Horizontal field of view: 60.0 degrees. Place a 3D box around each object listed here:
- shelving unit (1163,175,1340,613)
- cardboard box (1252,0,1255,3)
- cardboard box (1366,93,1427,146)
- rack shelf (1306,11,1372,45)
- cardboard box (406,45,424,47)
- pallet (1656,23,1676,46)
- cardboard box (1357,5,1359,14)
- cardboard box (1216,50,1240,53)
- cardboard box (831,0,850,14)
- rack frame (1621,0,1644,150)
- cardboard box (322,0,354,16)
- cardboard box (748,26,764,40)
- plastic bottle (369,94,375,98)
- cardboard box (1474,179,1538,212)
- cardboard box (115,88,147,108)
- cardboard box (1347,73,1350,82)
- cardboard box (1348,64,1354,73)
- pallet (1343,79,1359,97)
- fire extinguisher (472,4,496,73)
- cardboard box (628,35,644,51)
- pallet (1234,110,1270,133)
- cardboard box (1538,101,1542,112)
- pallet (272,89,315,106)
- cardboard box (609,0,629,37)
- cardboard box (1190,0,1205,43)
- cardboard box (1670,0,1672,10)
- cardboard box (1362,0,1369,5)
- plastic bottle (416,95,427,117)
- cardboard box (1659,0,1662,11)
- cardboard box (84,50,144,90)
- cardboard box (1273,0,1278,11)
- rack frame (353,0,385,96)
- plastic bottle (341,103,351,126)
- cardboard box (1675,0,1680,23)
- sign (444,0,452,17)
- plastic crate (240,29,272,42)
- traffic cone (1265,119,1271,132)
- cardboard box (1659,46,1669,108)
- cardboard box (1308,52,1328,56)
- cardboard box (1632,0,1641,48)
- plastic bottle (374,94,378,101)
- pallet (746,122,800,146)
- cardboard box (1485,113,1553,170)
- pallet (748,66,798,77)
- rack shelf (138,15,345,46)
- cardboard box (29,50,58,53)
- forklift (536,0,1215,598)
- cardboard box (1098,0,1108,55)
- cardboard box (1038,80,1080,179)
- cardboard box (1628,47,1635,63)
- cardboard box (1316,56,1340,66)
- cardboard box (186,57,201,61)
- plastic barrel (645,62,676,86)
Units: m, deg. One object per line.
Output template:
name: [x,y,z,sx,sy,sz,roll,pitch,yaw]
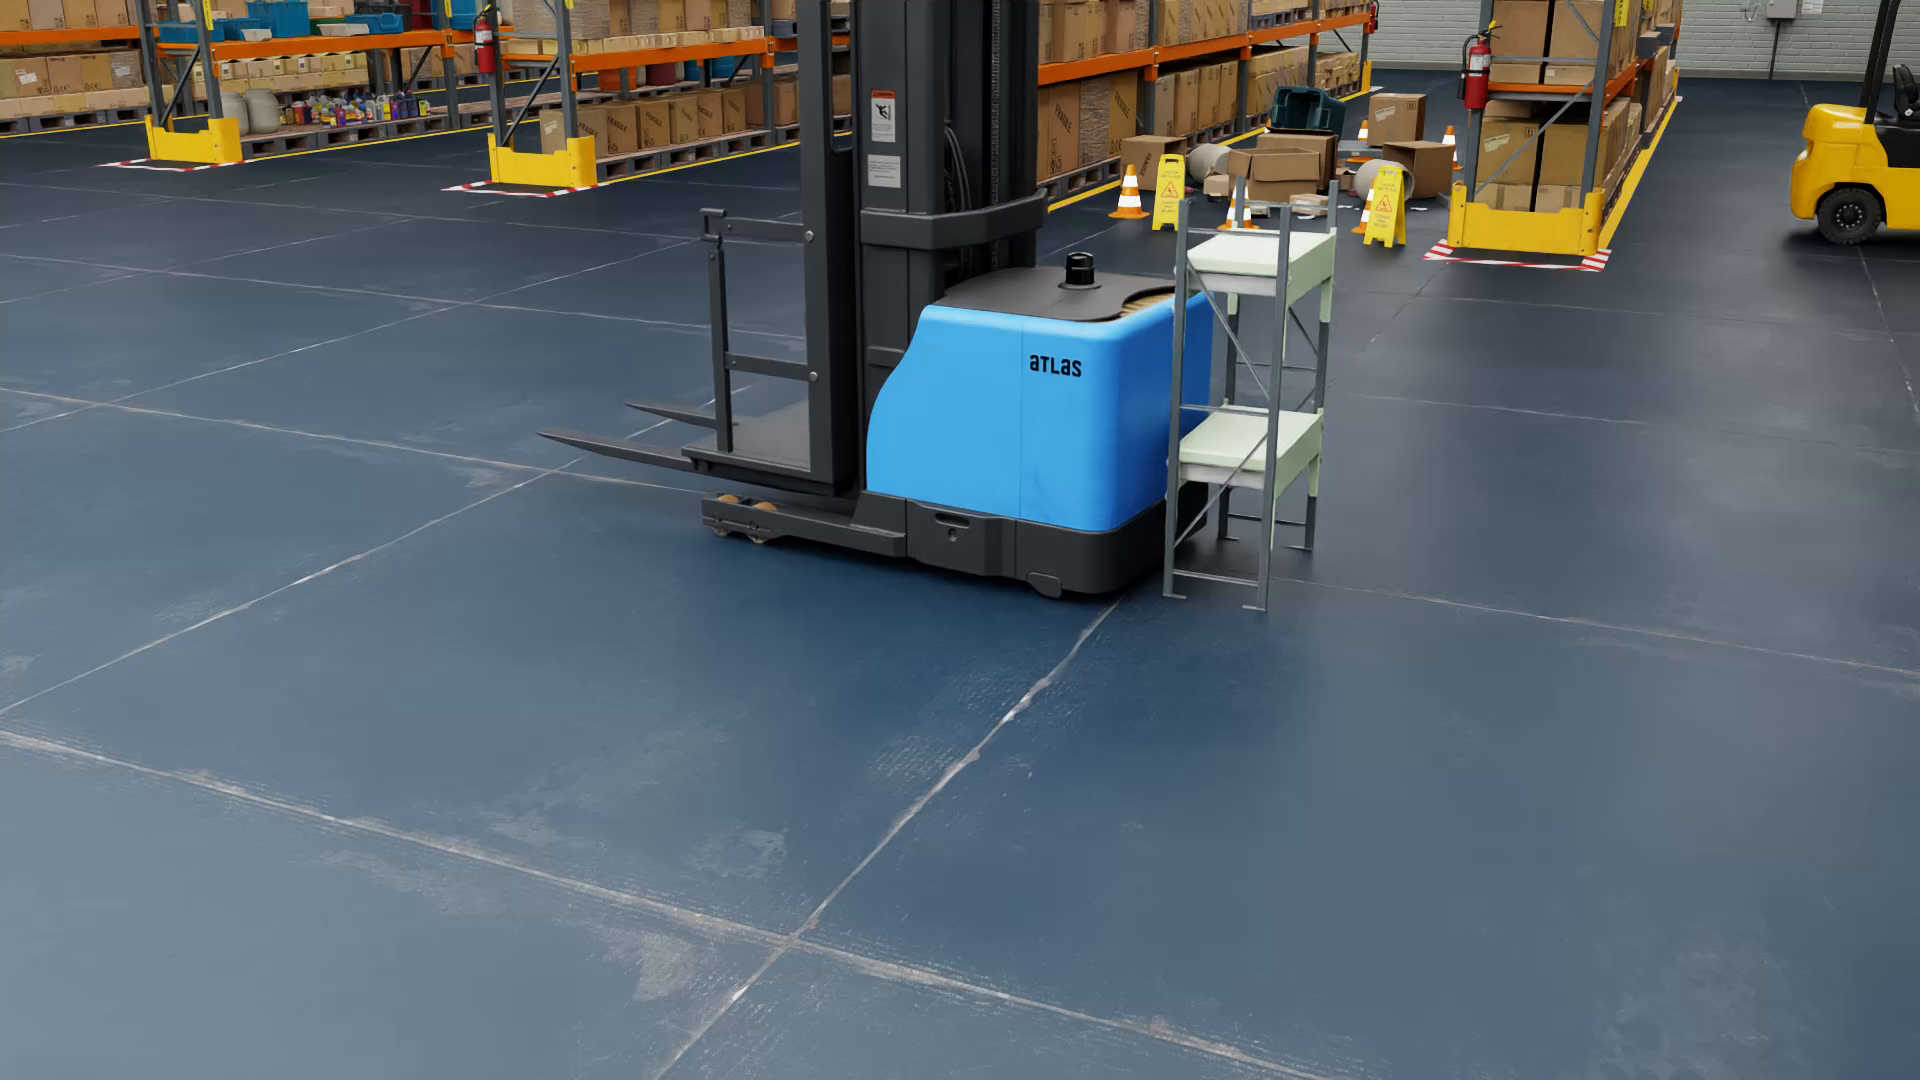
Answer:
shelving unit: [1.113,-0.578,6.353,0.431,1.500,0.755,9,21,23]
cardboard box: [3.715,-7.240,22.155,0.380,0.149,0.250,10,22,25]
cardboard box: [4.617,-4.444,17.587,0.500,0.500,0.500,9,21,23]
rack shelf: [5.791,-8.396,27.174,1.077,0.370,4.000,9,21,23]
cardboard box: [-9.805,-8.478,29.406,0.500,0.500,0.500,8,21,21]
pallet: [7.697,-5.929,19.451,1.213,0.211,1.003,9,21,23]
cardboard box: [6.509,-8.940,28.004,0.380,0.149,0.250,8,21,22]
cardboard box: [3.794,-6.828,23.677,0.500,0.250,0.500,9,22,24]
cardboard box: [-1.586,-7.200,22.311,0.396,0.266,0.258,8,21,21]
rack frame: [6.253,-5.029,16.634,1.000,3.000,0.127,9,21,23]
cardboard box: [-10.374,-8.825,27.441,0.500,0.311,0.500,10,22,26]
cardboard box: [-2.607,-6.165,20.202,0.380,0.149,0.250,9,21,23]
plastic bottle: [-7.944,-5.853,22.358,0.152,0.276,0.135,9,22,25]
cardboard box: [4.711,-3.000,14.406,0.500,0.250,0.500,8,21,22]
cardboard box: [-12.028,-6.329,23.765,0.500,0.250,0.500,9,21,23]
cardboard box: [6.385,-7.850,28.193,0.380,0.149,0.250,8,21,22]
cardboard box: [6.443,-7.981,28.119,0.380,0.149,0.250,8,21,20]
pallet: [6.214,-7.766,28.489,1.003,0.211,1.213,9,21,23]
fire extinguisher: [-4.893,-5.158,17.112,0.296,0.674,0.183,9,21,23]
cardboard box: [-3.663,-5.405,18.066,0.380,0.149,0.250,9,21,23]
pallet: [3.655,-5.825,23.034,1.003,0.211,1.213,9,21,23]
cardboard box: [5.010,-3.927,14.923,0.380,0.149,0.250,10,22,25]
pallet: [-11.059,-7.041,26.451,1.003,0.211,1.213,9,21,23]
cardboard box: [-4.080,-5.687,17.891,0.875,0.500,0.500,9,21,23]
cardboard box: [2.570,-6.156,19.652,0.500,0.500,0.500,8,21,22]
cardboard box: [9.373,-7.318,22.547,0.500,0.250,0.500,9,22,24]
cardboard box: [6.661,-9.361,28.220,0.500,0.500,0.500,9,21,24]
plastic bottle: [-7.202,-5.804,22.209,0.061,0.283,0.133,10,22,25]
cardboard box: [7.757,-6.301,18.989,0.500,0.500,0.500,8,21,22]
cardboard box: [-12.030,-6.682,23.640,0.500,0.500,0.500,9,21,23]
cardboard box: [4.243,-7.495,23.315,0.380,0.149,0.250,9,21,23]
rack frame: [-10.186,-8.972,27.721,1.000,3.000,0.127,9,21,23]
plastic bottle: [-7.777,-5.384,21.047,0.097,0.271,0.097,0,20,0]
cardboard box: [10.380,-7.934,24.653,0.500,0.500,0.500,9,21,23]
sign: [-6.809,-7.120,22.101,0.100,0.325,0.005,9,21,23]
plastic crate: [-8.284,-5.951,19.620,0.298,0.136,0.250,9,21,23]
traffic cone: [3.623,-4.685,19.453,0.336,0.463,0.334,9,21,23]
cardboard box: [9.349,-6.471,23.233,0.875,0.875,0.875,9,22,24]
cardboard box: [6.082,-8.267,28.477,0.380,0.149,0.250,9,21,24]
cardboard box: [6.094,-4.888,15.645,0.500,0.500,0.500,9,22,25]
plastic bottle: [-7.847,-5.842,22.316,0.061,0.283,0.133,9,21,23]
pallet: [-2.470,-5.314,21.595,1.003,0.211,1.213,9,21,23]
cardboard box: [4.916,-3.503,14.700,0.500,0.500,0.500,9,22,25]
pallet: [-3.266,-8.805,31.412,1.003,0.211,1.213,9,21,23]
rack shelf: [-11.005,-8.022,26.123,1.077,0.370,4.000,9,21,23]
cardboard box: [-15.647,-8.000,28.062,0.700,0.500,0.500,9,21,23]
forklift: [-0.498,-1.509,6.838,3.031,2.935,1.130,11,22,29]
cardboard box: [1.023,-5.314,17.210,0.875,0.550,0.550,9,21,23]
cardboard box: [0.634,-4.137,16.670,0.875,0.875,0.875,8,21,22]
cardboard box: [6.304,-4.694,16.065,0.380,0.149,0.250,9,22,24]
cardboard box: [6.047,-7.893,27.427,0.380,0.149,0.250,8,21,21]
cardboard box: [-11.712,-7.239,25.488,0.500,0.311,0.500,9,22,24]
plastic barrel: [-5.021,-7.850,27.539,0.600,0.588,0.708,9,21,23]
